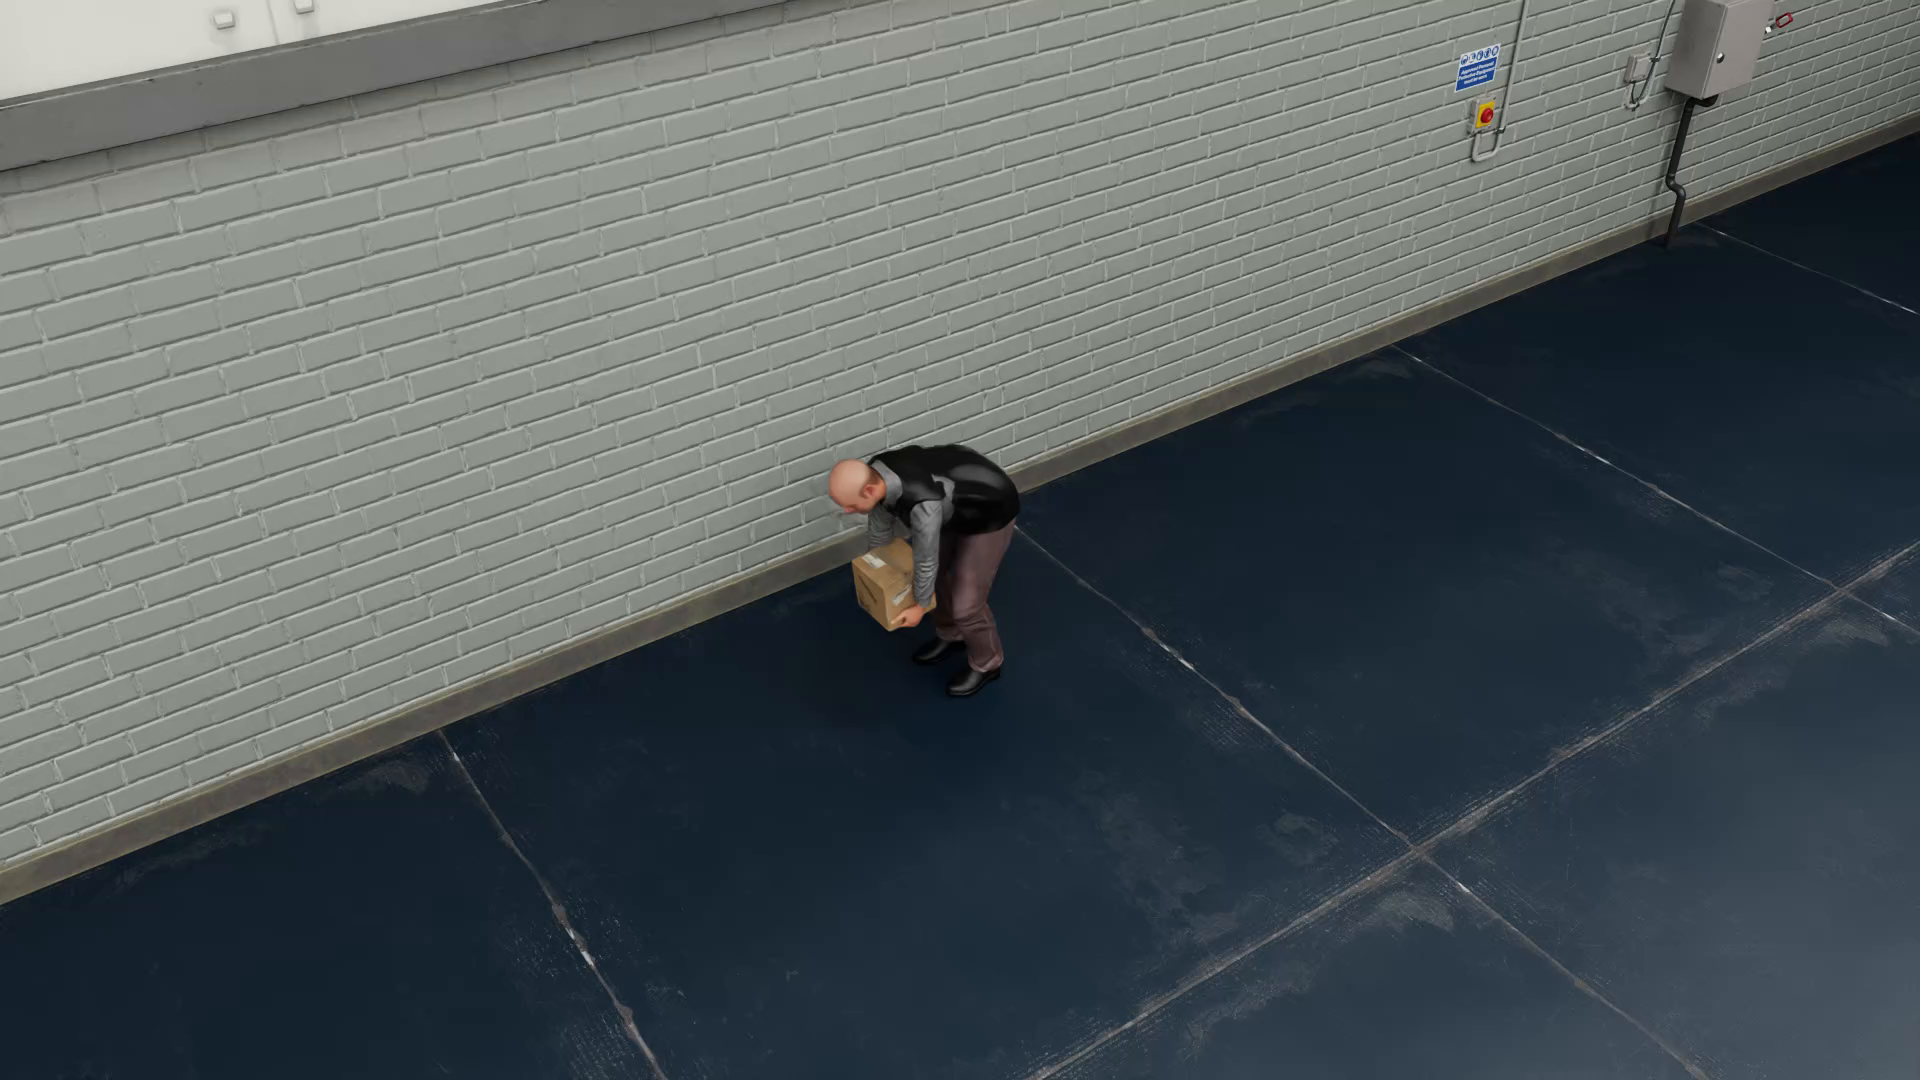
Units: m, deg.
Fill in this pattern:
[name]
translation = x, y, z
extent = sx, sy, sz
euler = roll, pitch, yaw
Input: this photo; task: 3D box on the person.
[person]
translation = -0.162, 0.114, 7.188
extent = 0.888, 1.348, 0.462
euler = -24, 42, -29
